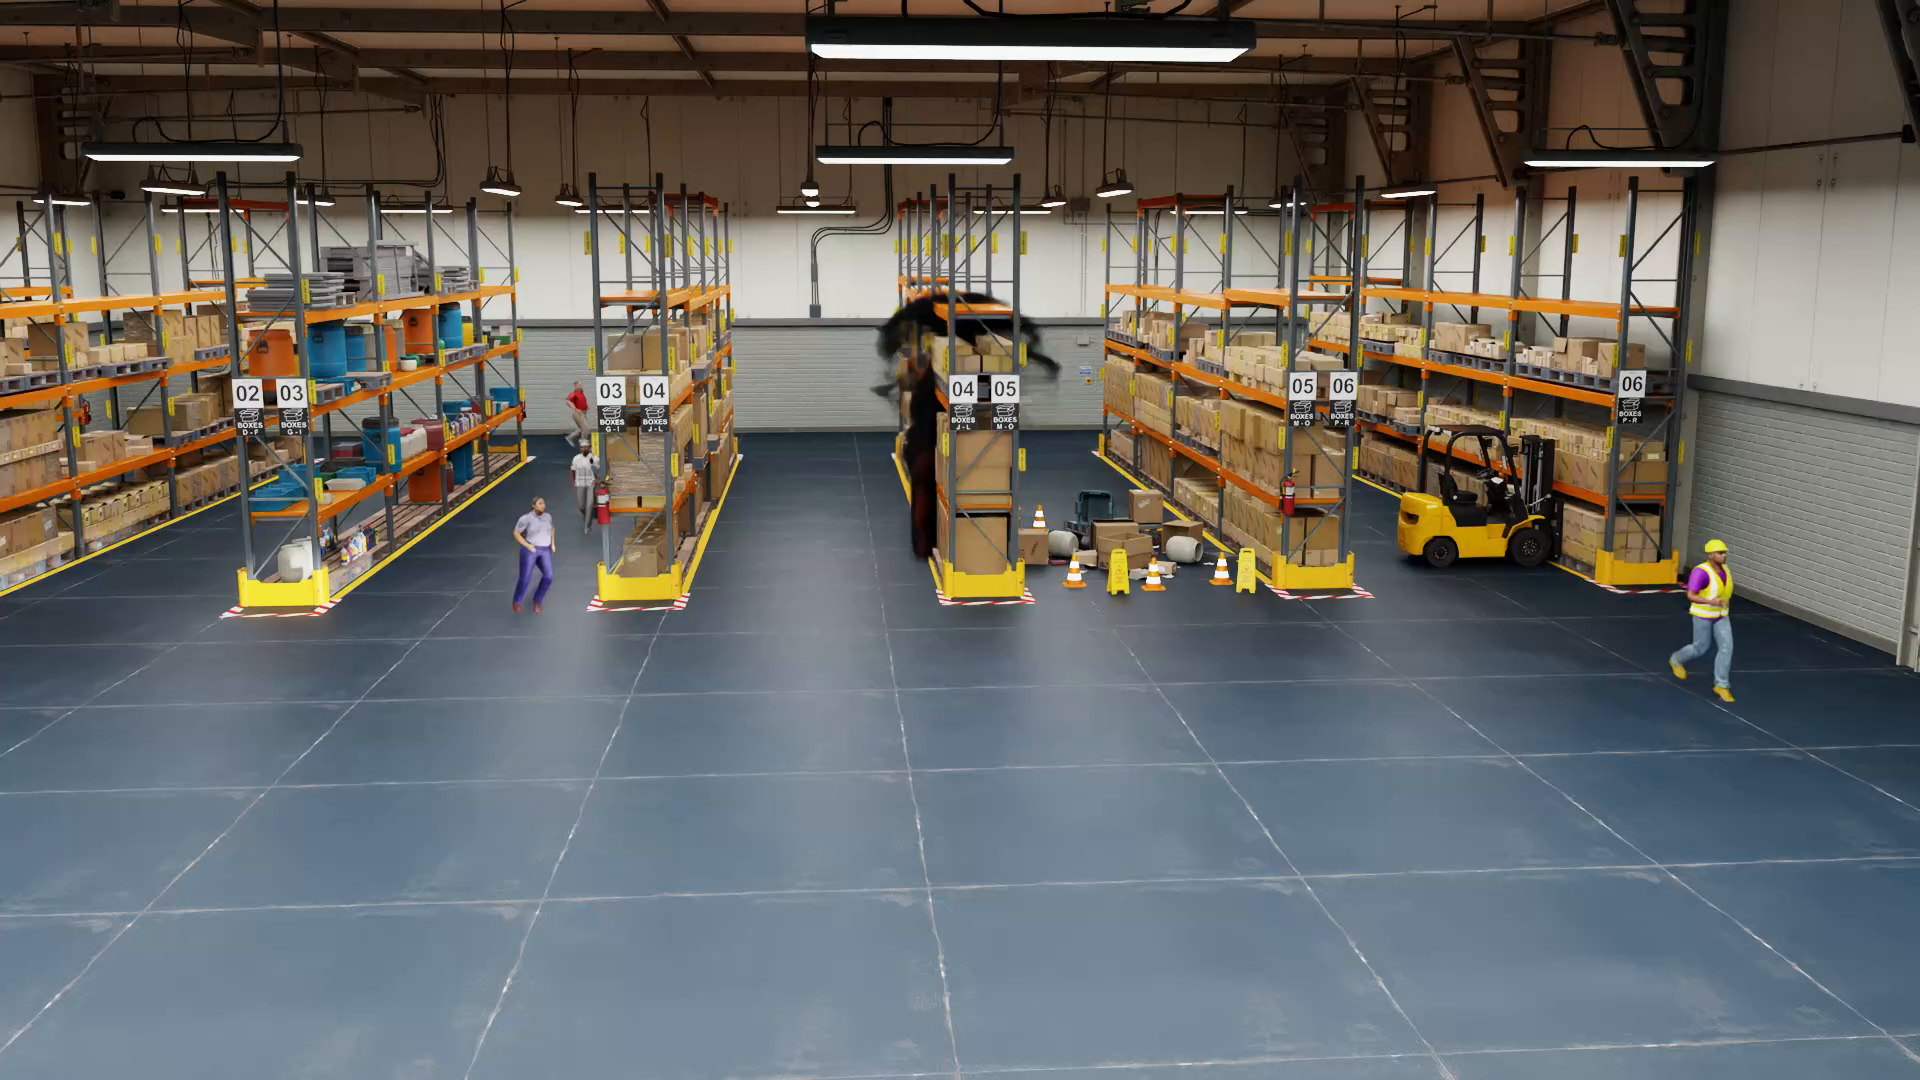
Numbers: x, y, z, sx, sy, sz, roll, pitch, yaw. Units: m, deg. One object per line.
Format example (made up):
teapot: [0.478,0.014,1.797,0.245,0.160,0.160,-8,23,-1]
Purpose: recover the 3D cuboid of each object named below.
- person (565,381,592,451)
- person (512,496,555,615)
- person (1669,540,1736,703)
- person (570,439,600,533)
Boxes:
person: [-9.488,-3.087,41.291,0.780,1.726,0.670,1,10,7]
person: [-5.839,0.208,22.968,0.679,1.637,0.644,-8,12,-37]
person: [8.428,0.878,18.765,0.731,1.811,0.938,-4,11,-24]
person: [-6.628,-0.976,29.542,0.582,1.665,0.578,-1,10,-8]
